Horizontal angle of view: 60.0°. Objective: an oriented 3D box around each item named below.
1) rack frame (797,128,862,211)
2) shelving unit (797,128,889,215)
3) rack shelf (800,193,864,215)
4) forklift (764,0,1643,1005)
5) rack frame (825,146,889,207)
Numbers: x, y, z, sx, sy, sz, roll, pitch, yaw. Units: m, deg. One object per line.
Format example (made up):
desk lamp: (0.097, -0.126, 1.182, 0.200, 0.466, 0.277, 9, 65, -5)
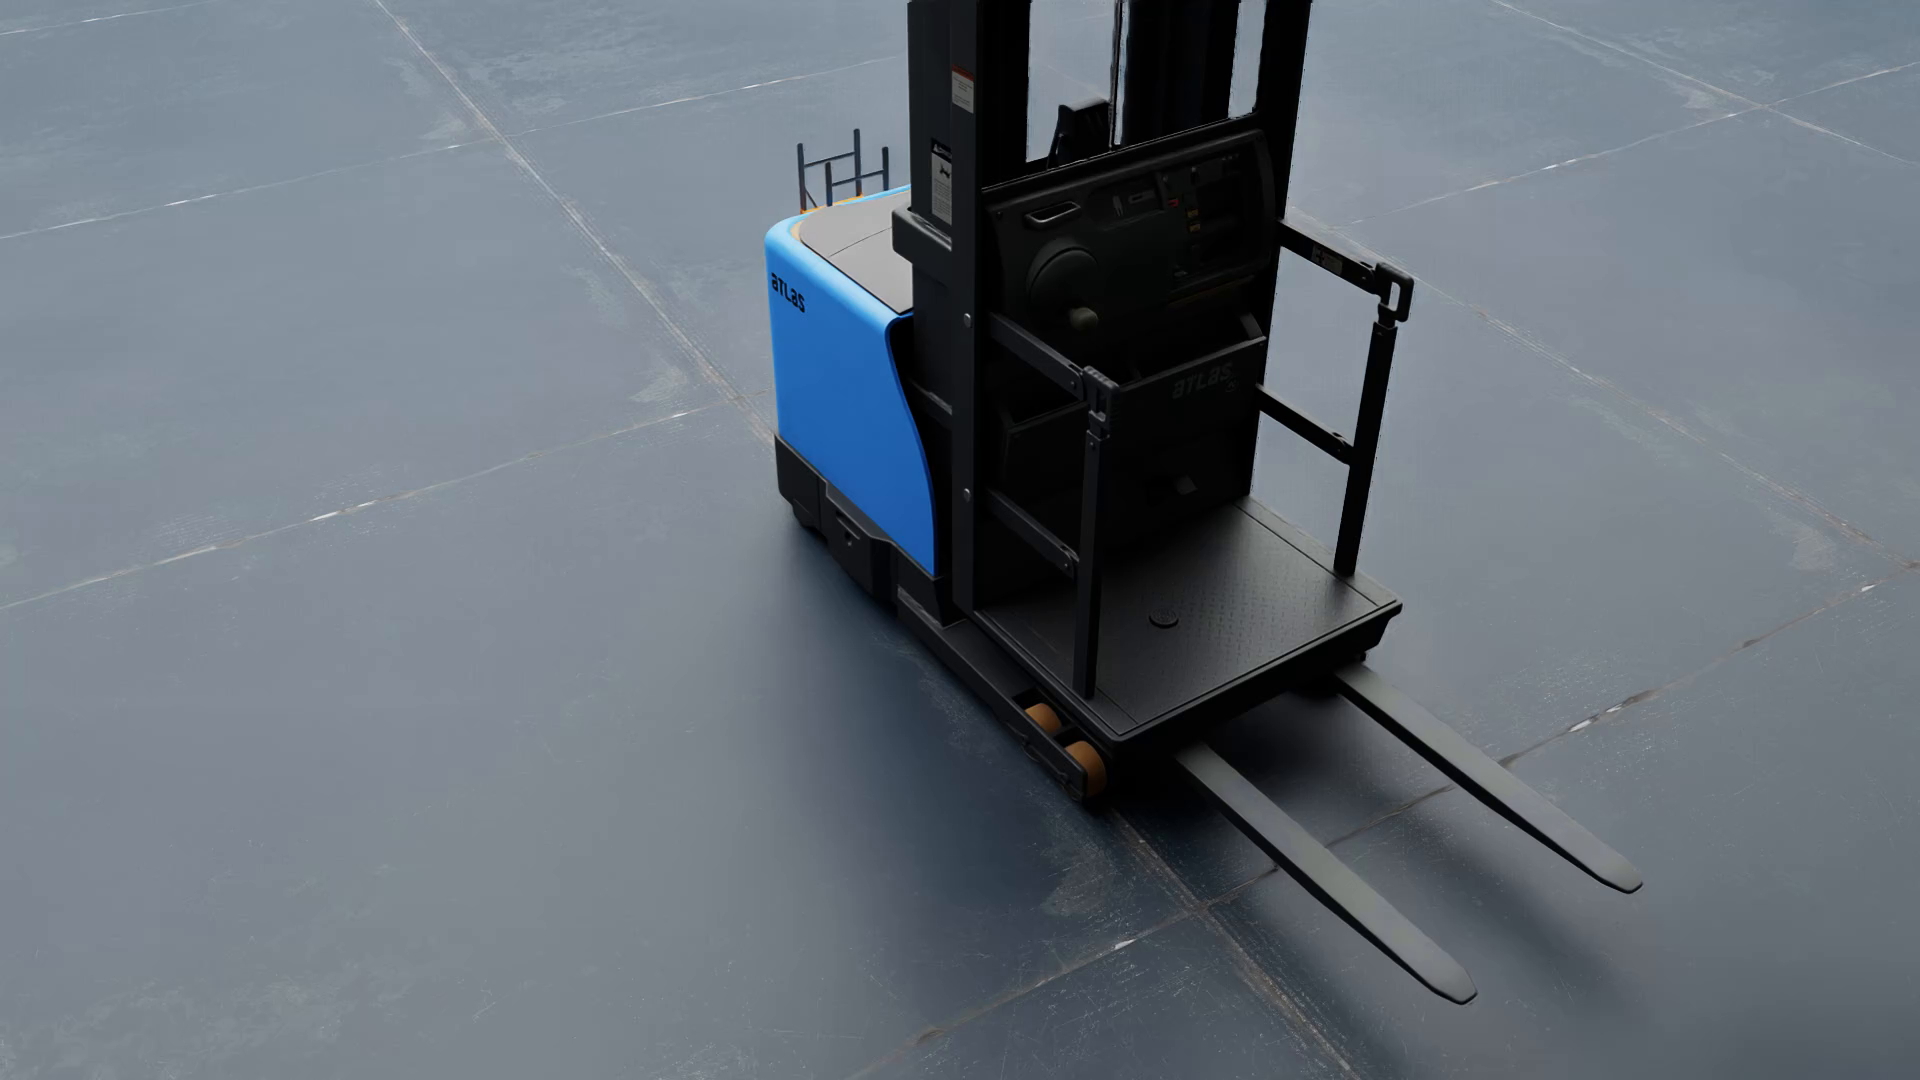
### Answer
rack frame: (-0.441, -0.866, 5.919, 0.240, 1.200, 0.006, -22, 41, -27)
shelving unit: (-0.390, -0.822, 5.858, 0.258, 1.200, 0.189, -22, 41, -27)
rack shelf: (-0.390, -1.077, 5.672, 0.258, 0.103, 0.180, -22, 41, -27)
forklift: (0.599, -0.767, 4.315, 1.130, 2.935, 3.031, -22, 41, -27)
rack frame: (-0.338, -0.777, 5.797, 0.240, 1.200, 0.006, -22, 41, -27)
